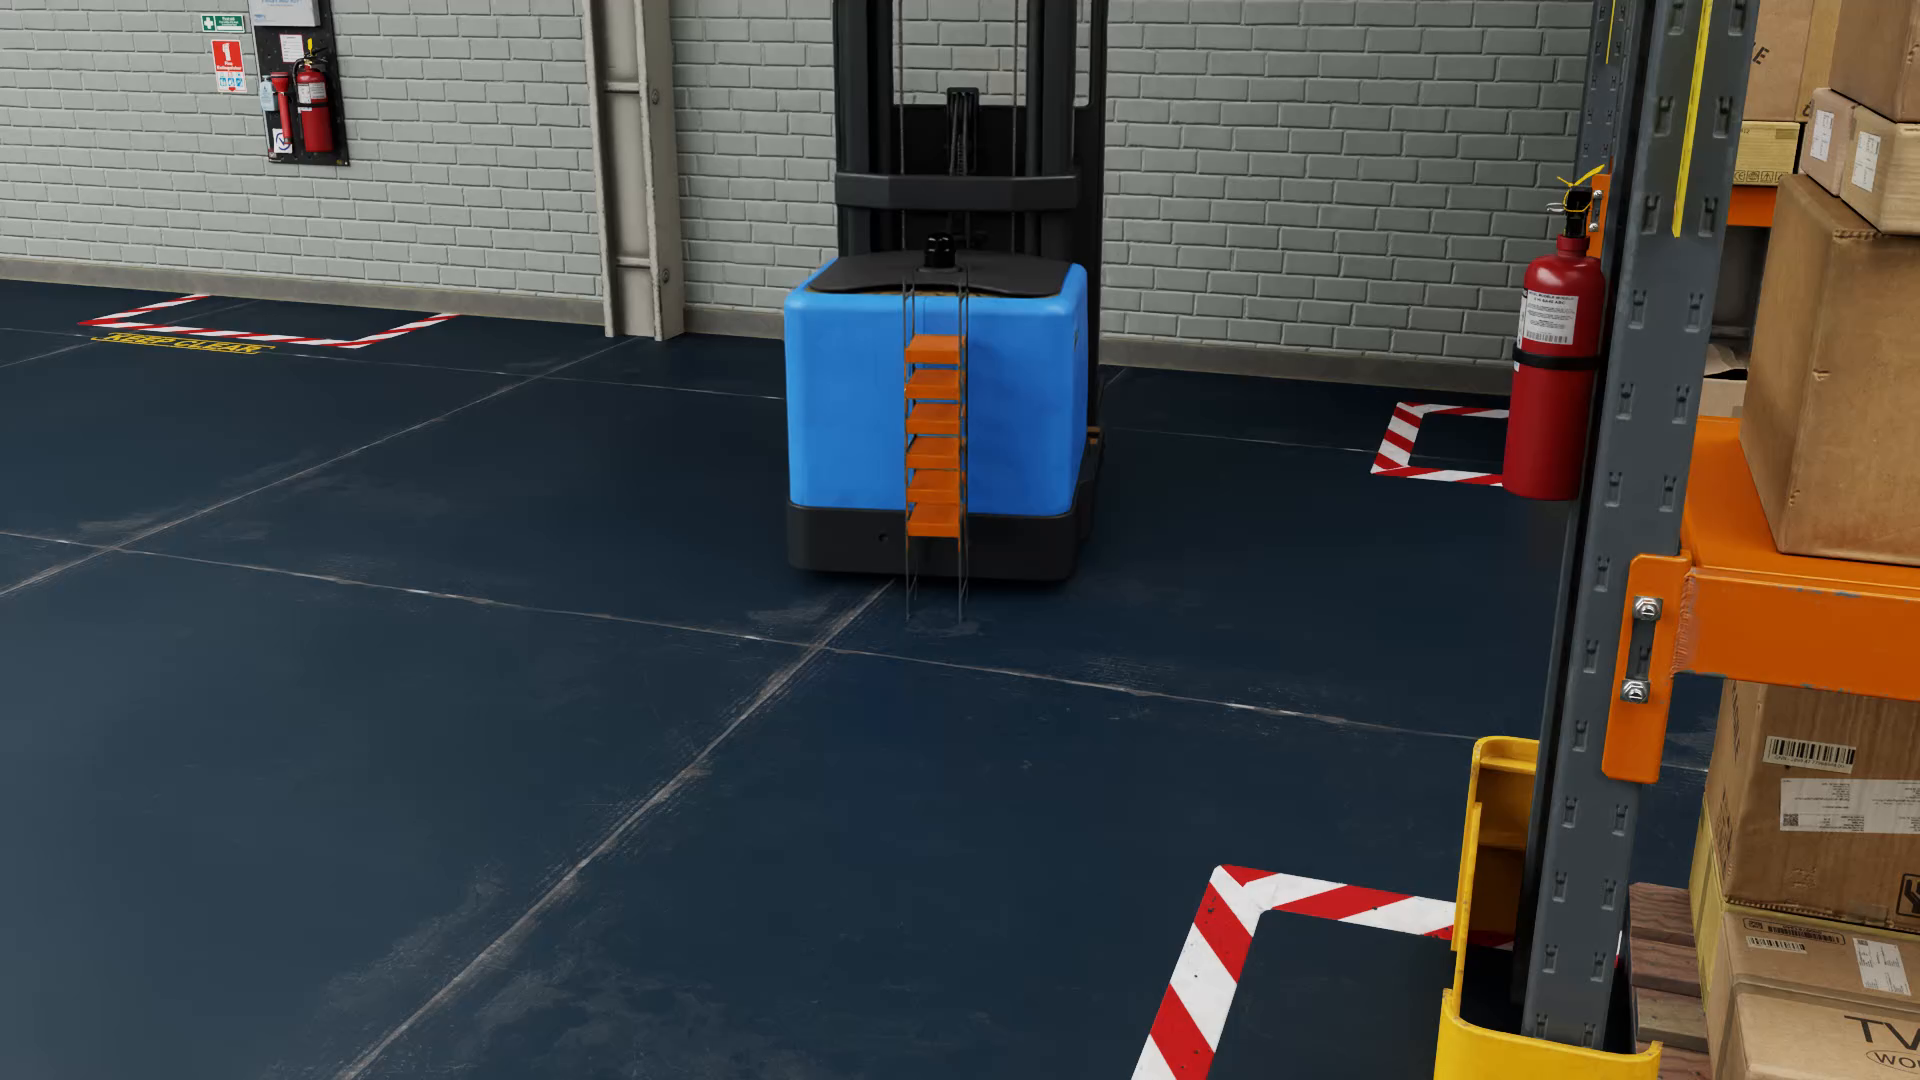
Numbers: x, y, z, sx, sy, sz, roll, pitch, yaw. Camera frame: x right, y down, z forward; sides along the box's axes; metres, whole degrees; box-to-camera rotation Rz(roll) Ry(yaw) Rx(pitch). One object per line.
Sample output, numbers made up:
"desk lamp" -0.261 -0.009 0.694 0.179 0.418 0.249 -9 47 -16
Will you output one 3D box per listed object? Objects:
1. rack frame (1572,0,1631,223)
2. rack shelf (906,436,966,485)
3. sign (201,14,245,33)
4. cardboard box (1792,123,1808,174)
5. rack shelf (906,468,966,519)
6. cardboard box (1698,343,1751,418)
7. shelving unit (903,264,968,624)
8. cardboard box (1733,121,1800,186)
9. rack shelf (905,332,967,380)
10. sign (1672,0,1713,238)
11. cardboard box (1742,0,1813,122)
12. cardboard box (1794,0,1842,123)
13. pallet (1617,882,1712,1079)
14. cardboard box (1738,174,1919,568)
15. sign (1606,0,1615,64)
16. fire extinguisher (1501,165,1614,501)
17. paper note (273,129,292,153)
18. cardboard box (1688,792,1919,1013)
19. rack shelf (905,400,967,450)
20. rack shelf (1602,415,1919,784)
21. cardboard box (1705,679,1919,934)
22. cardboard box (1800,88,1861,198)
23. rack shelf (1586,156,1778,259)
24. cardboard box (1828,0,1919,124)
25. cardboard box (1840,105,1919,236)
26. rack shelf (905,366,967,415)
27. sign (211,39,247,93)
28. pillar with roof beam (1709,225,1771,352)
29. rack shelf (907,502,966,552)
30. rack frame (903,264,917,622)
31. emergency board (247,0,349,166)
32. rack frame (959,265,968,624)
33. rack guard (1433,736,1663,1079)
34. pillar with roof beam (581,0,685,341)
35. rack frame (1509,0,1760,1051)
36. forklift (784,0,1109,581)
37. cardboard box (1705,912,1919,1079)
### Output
"rack frame" 2.795 -1.843 7.305 0.127 3.000 1.000 7 20 18
"rack shelf" -0.079 -0.278 5.685 0.180 0.103 0.258 2 19 6
"sign" -4.736 -3.318 10.680 0.331 0.109 0.001 7 20 18
"cardboard box" 3.647 -1.578 6.744 0.500 0.250 0.500 6 20 16
"rack shelf" -0.079 -0.164 5.725 0.180 0.103 0.258 2 19 6
"cardboard box" 3.419 -0.678 7.381 0.500 0.311 0.500 4 20 12
"shelving unit" -0.079 -0.320 5.671 0.189 1.200 0.258 2 19 6
"cardboard box" 3.152 -1.630 6.892 0.500 0.250 0.500 6 20 16
"rack shelf" -0.079 -0.618 5.567 0.180 0.103 0.258 2 19 6
"sign" 0.985 -0.576 2.237 0.005 0.325 0.100 7 20 18
"cardboard box" 3.147 -1.990 6.787 0.500 0.500 0.500 7 20 18
"cardboard box" 3.611 -1.934 6.625 0.500 0.500 0.500 7 20 18
"pallet" 1.909 1.084 3.145 1.213 0.211 1.003 7 20 18
"cardboard box" 1.610 -0.295 2.713 0.500 0.500 0.700 7 20 18
"sign" 2.617 -2.083 6.679 0.005 0.325 0.100 7 20 18
"fire extinguisher" 1.214 -0.423 3.349 0.183 0.674 0.296 7 20 18
"paper note" -4.394 -2.587 10.780 0.142 0.148 0.016 7 20 18
"cardboard box" 1.776 0.764 3.366 0.500 0.250 0.500 7 20 18
"rack shelf" -0.079 -0.391 5.646 0.180 0.103 0.258 2 19 6
"rack shelf" 3.062 0.254 2.384 4.000 0.370 1.077 7 20 18
"cardboard box" 1.777 0.409 3.245 0.500 0.500 0.500 7 20 18
"cardboard box" 1.596 -0.673 2.814 0.250 0.149 0.380 6 20 17
"rack shelf" 4.684 -1.287 6.804 4.000 0.370 1.077 7 20 18
"cardboard box" 1.660 -0.902 2.483 0.500 0.500 0.700 7 20 18
"cardboard box" 1.473 -0.546 2.448 0.250 0.149 0.380 6 20 18
"rack shelf" -0.079 -0.504 5.606 0.180 0.103 0.258 2 19 6
"sign" -4.738 -3.071 10.776 0.234 0.329 0.001 7 20 18
"pillar with roof beam" 2.327 -3.530 3.032 0.400 9.000 9.100 7 20 18
"rack shelf" -0.079 -0.051 5.764 0.180 0.103 0.258 2 19 6
"rack frame" -0.170 -0.323 5.680 0.006 1.200 0.240 2 19 6
"emergency board" -4.249 -2.963 10.519 0.643 1.169 0.194 7 20 18
"rack frame" 0.012 -0.317 5.661 0.006 1.200 0.240 2 19 6
"rack guard" 1.150 0.876 3.304 0.348 0.500 1.175 7 20 18
"pillar with roof beam" -3.340 -4.178 4.892 0.400 9.000 9.100 7 20 18
"rack frame" 1.173 -0.302 2.885 0.127 3.000 1.000 7 20 18
"forklift" 0.072 -1.681 6.947 1.130 2.935 3.031 2 19 7
"cardboard box" 1.607 0.925 2.904 0.500 0.250 0.500 7 20 18
